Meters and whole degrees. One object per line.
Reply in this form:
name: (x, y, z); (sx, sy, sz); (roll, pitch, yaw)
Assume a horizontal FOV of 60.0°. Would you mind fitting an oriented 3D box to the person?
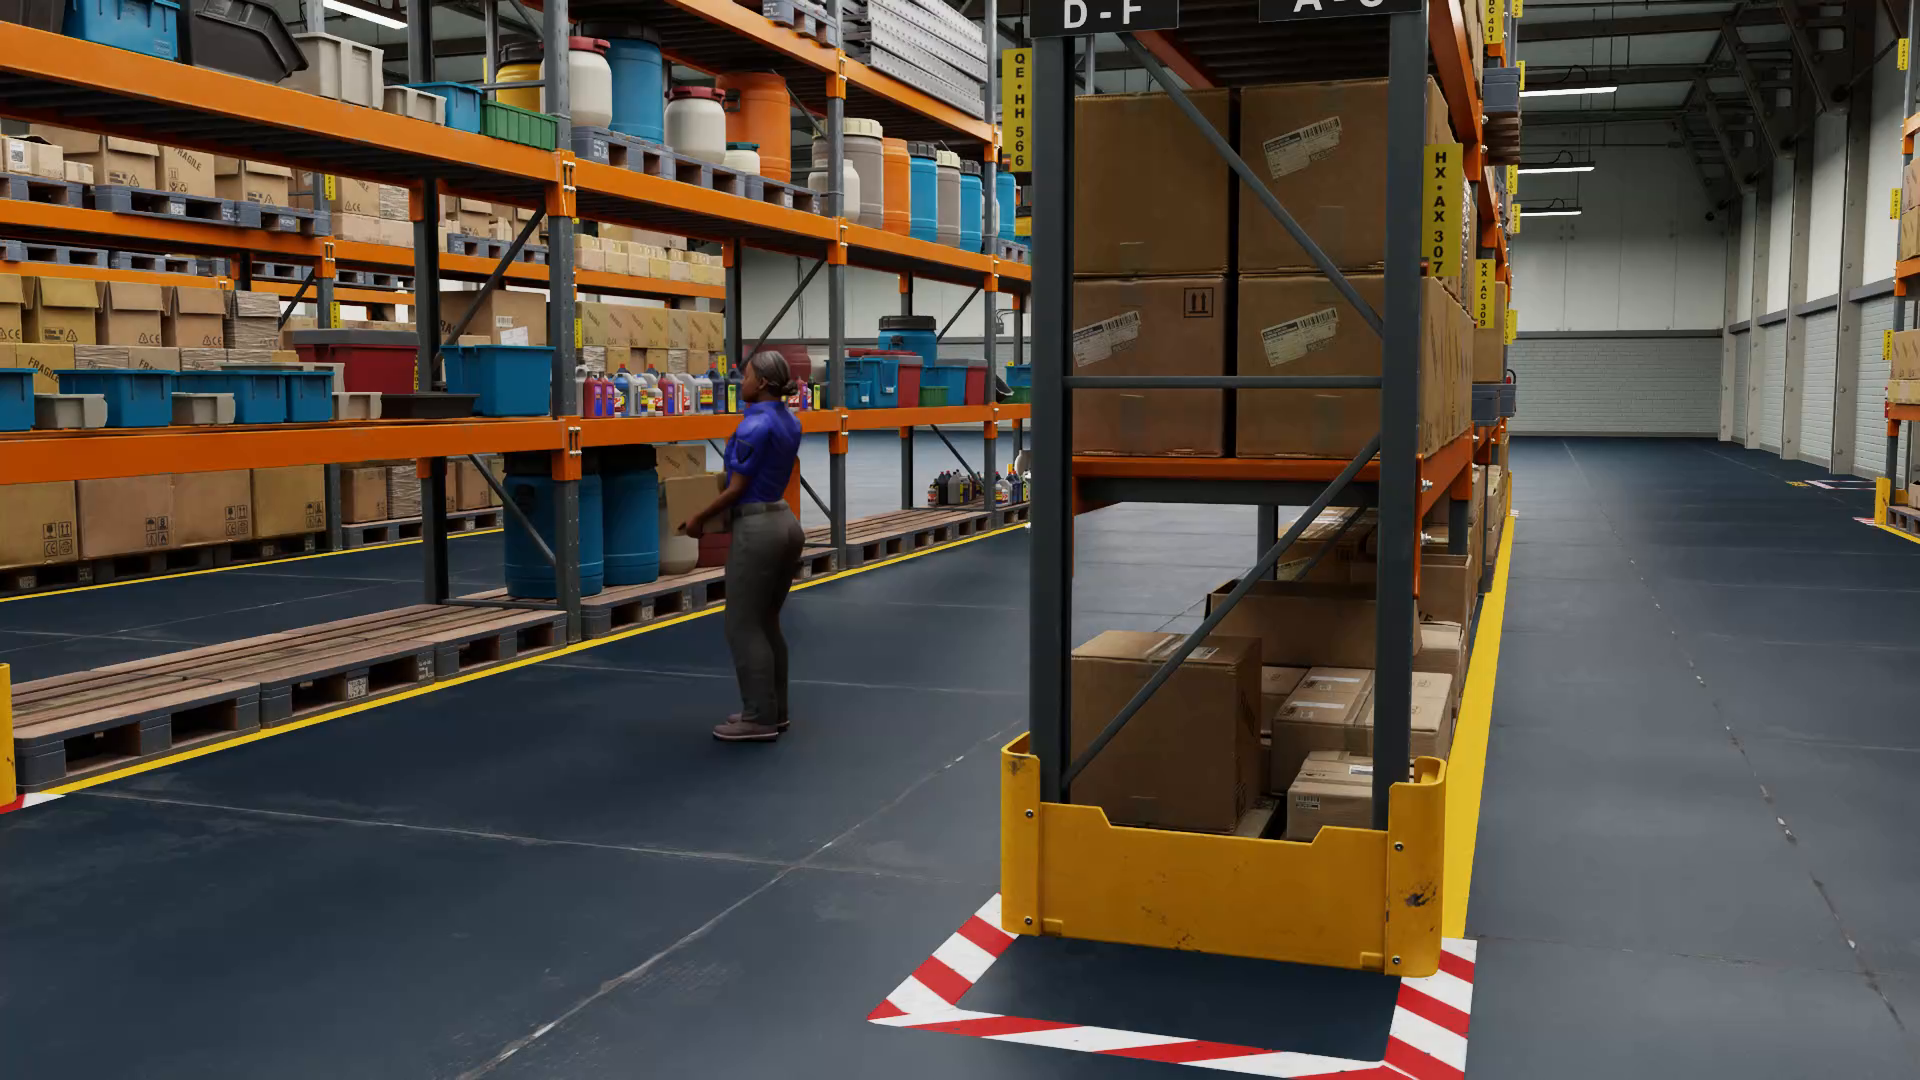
person: (-0.921, 0.018, 7.135); (0.510, 1.651, 0.451); (2, 6, 20)
